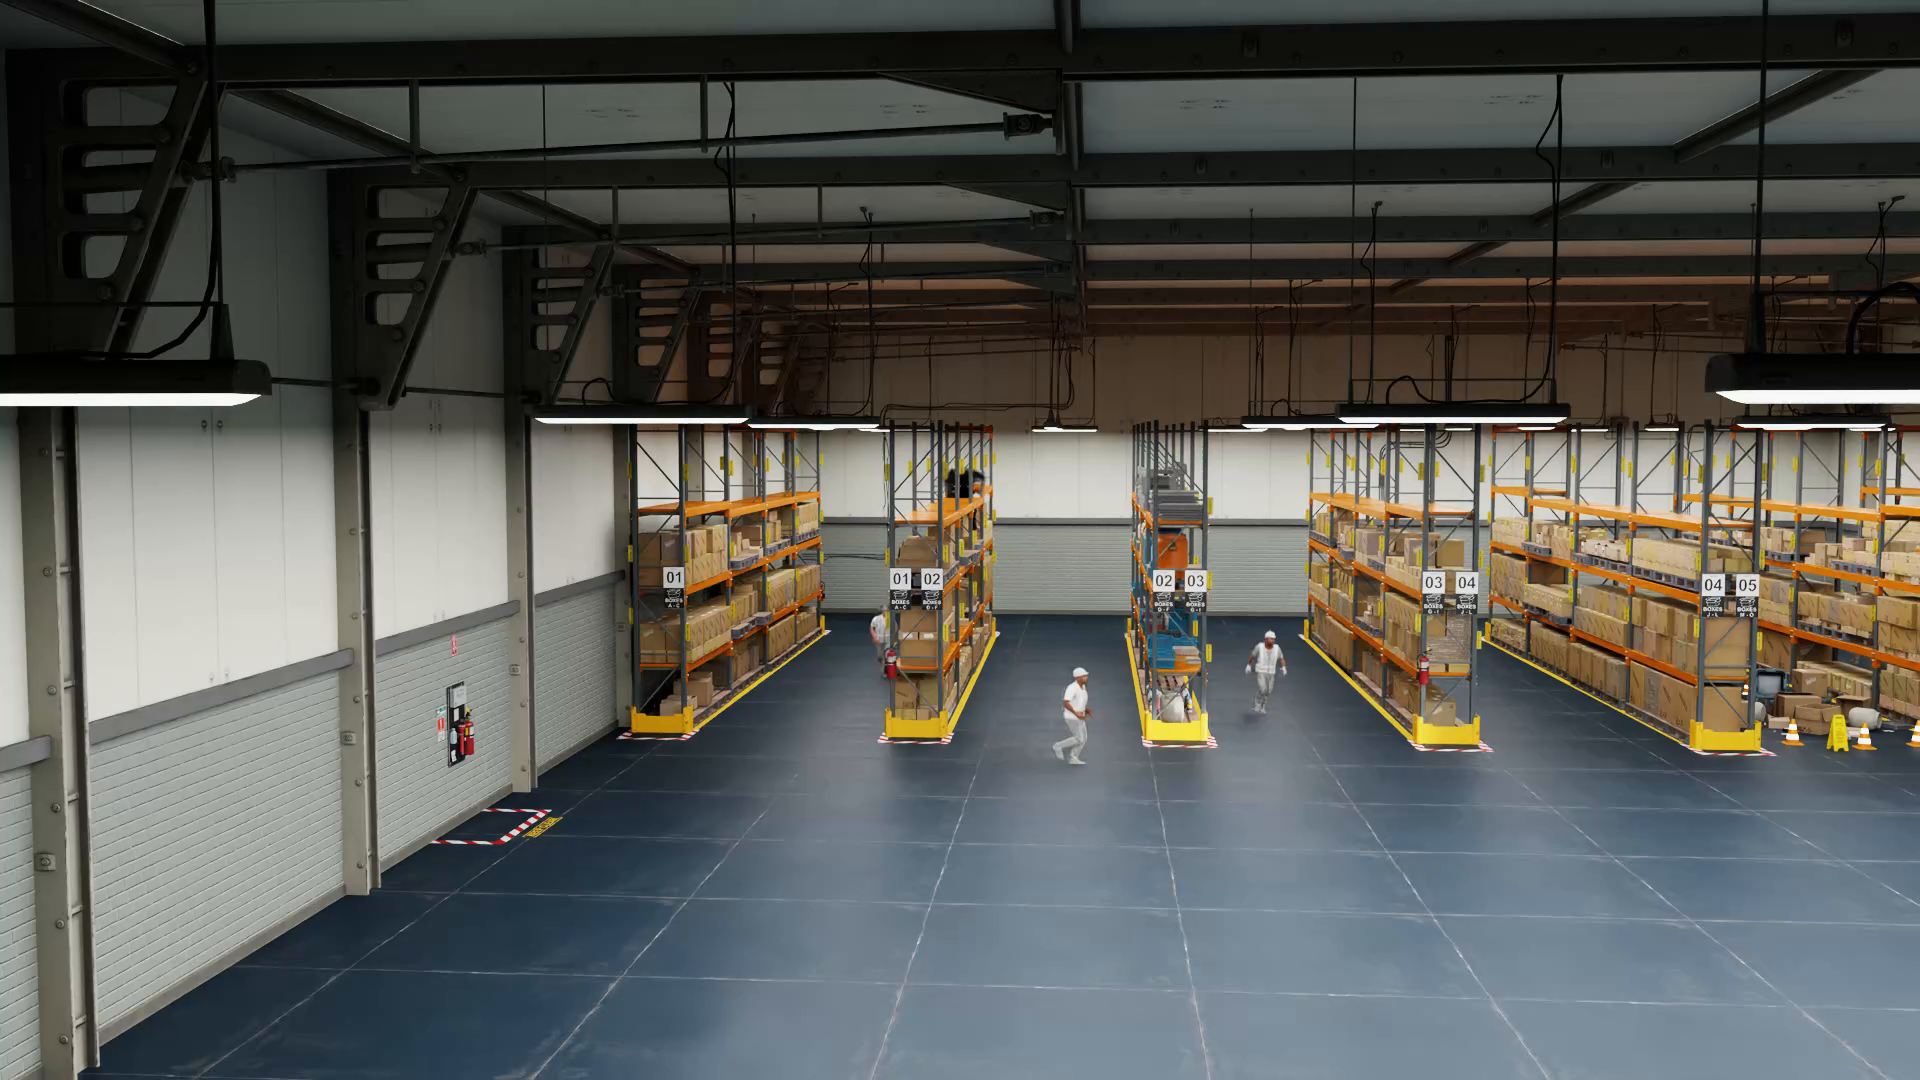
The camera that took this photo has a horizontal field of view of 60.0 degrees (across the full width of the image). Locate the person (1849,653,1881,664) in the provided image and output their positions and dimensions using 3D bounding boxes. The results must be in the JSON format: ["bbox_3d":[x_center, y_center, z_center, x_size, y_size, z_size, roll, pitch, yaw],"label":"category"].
[{"bbox_3d":[22.468,2.252,41.239,0.661,1.695,0.926,-1,4,-12],"label":"person"}]

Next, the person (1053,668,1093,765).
[{"bbox_3d":[1.934,3.054,28.844,0.639,1.698,0.703,2,4,25],"label":"person"}]

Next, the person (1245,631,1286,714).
[{"bbox_3d":[6.253,2.703,33.806,0.670,1.726,0.823,-1,4,-11],"label":"person"}]

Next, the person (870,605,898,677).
[{"bbox_3d":[-1.805,2.376,39.511,0.661,1.715,0.572,0,4,-4],"label":"person"}]
